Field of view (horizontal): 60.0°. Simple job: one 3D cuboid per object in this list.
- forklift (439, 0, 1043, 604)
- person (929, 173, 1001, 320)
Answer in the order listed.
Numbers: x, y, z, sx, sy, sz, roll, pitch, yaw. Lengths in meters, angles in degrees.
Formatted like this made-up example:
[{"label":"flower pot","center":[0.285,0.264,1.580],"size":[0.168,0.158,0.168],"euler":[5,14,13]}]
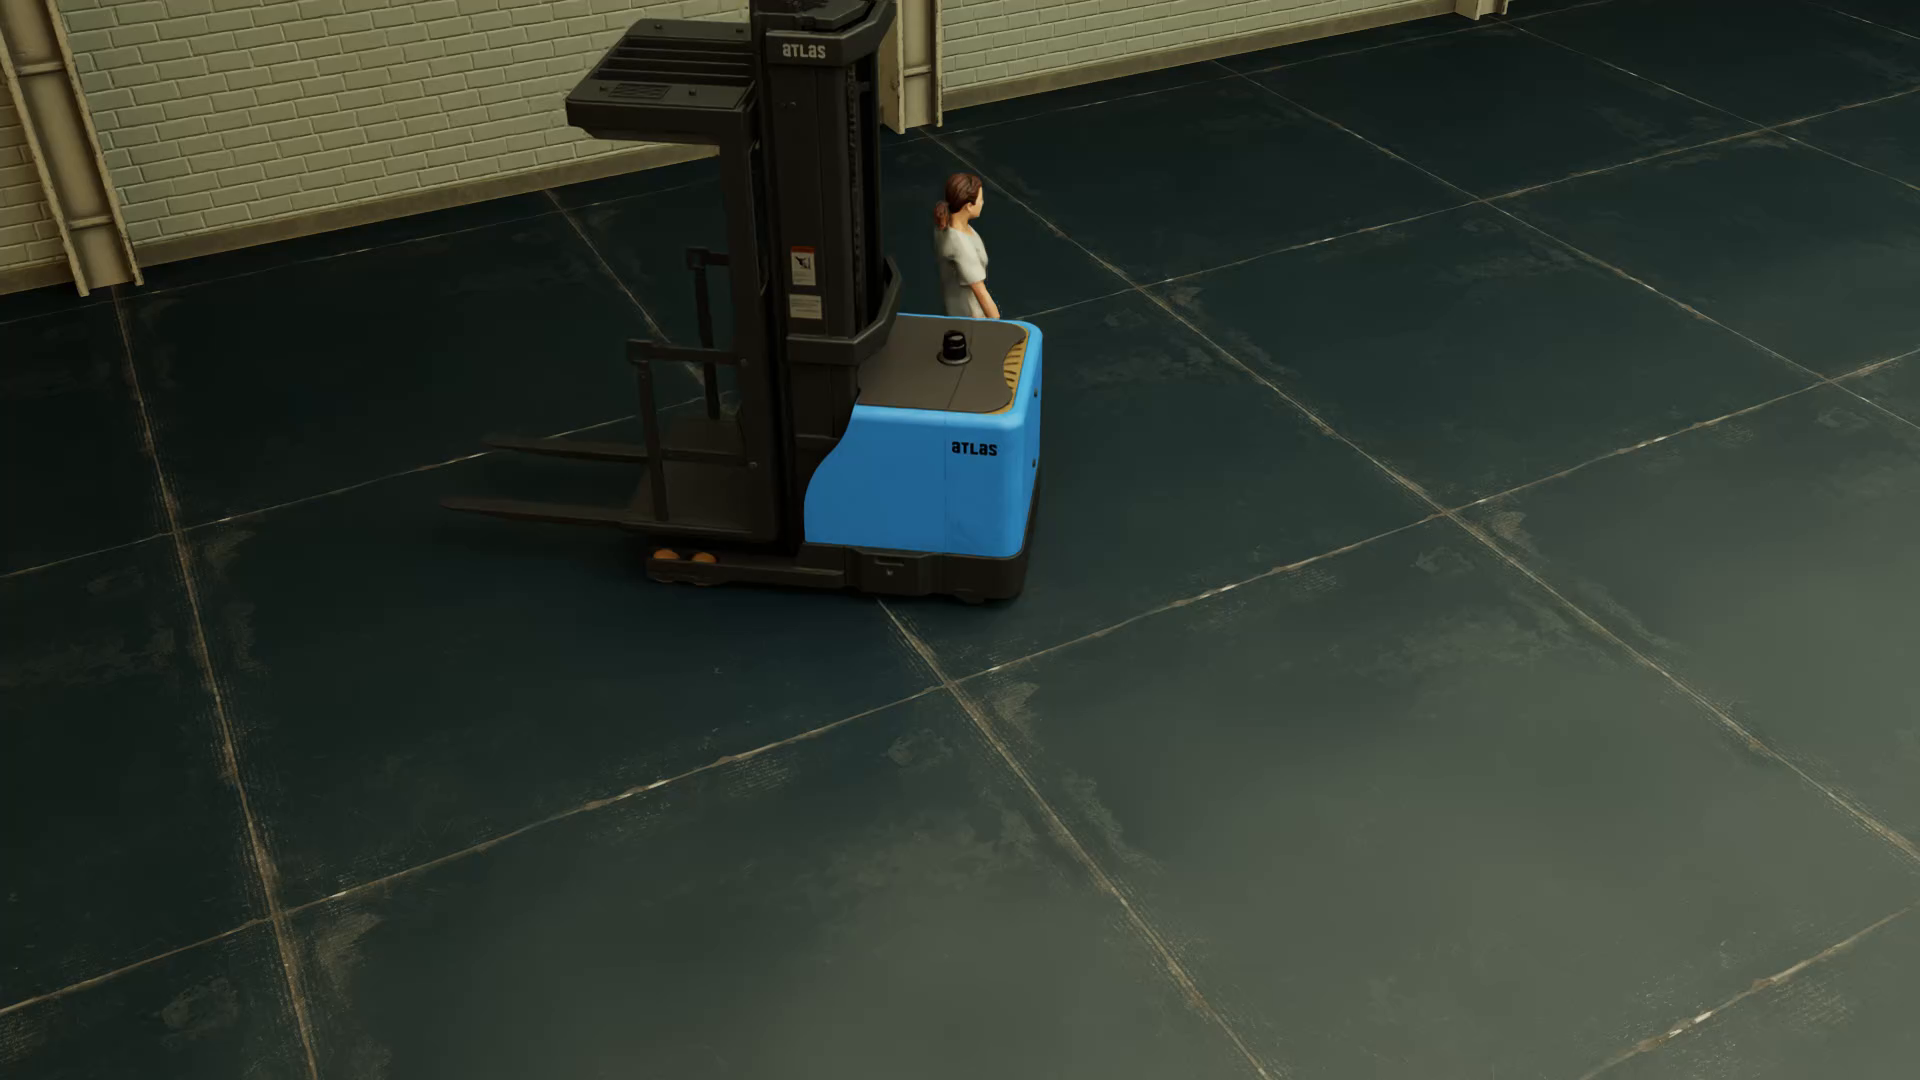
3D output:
[{"label":"forklift","center":[-1.132,-1.263,7.910],"size":[3.031,2.935,1.130],"euler":[5,36,7]},{"label":"person","center":[0.072,-1.227,9.078],"size":[0.478,1.624,0.723],"euler":[-5,36,-7]}]
